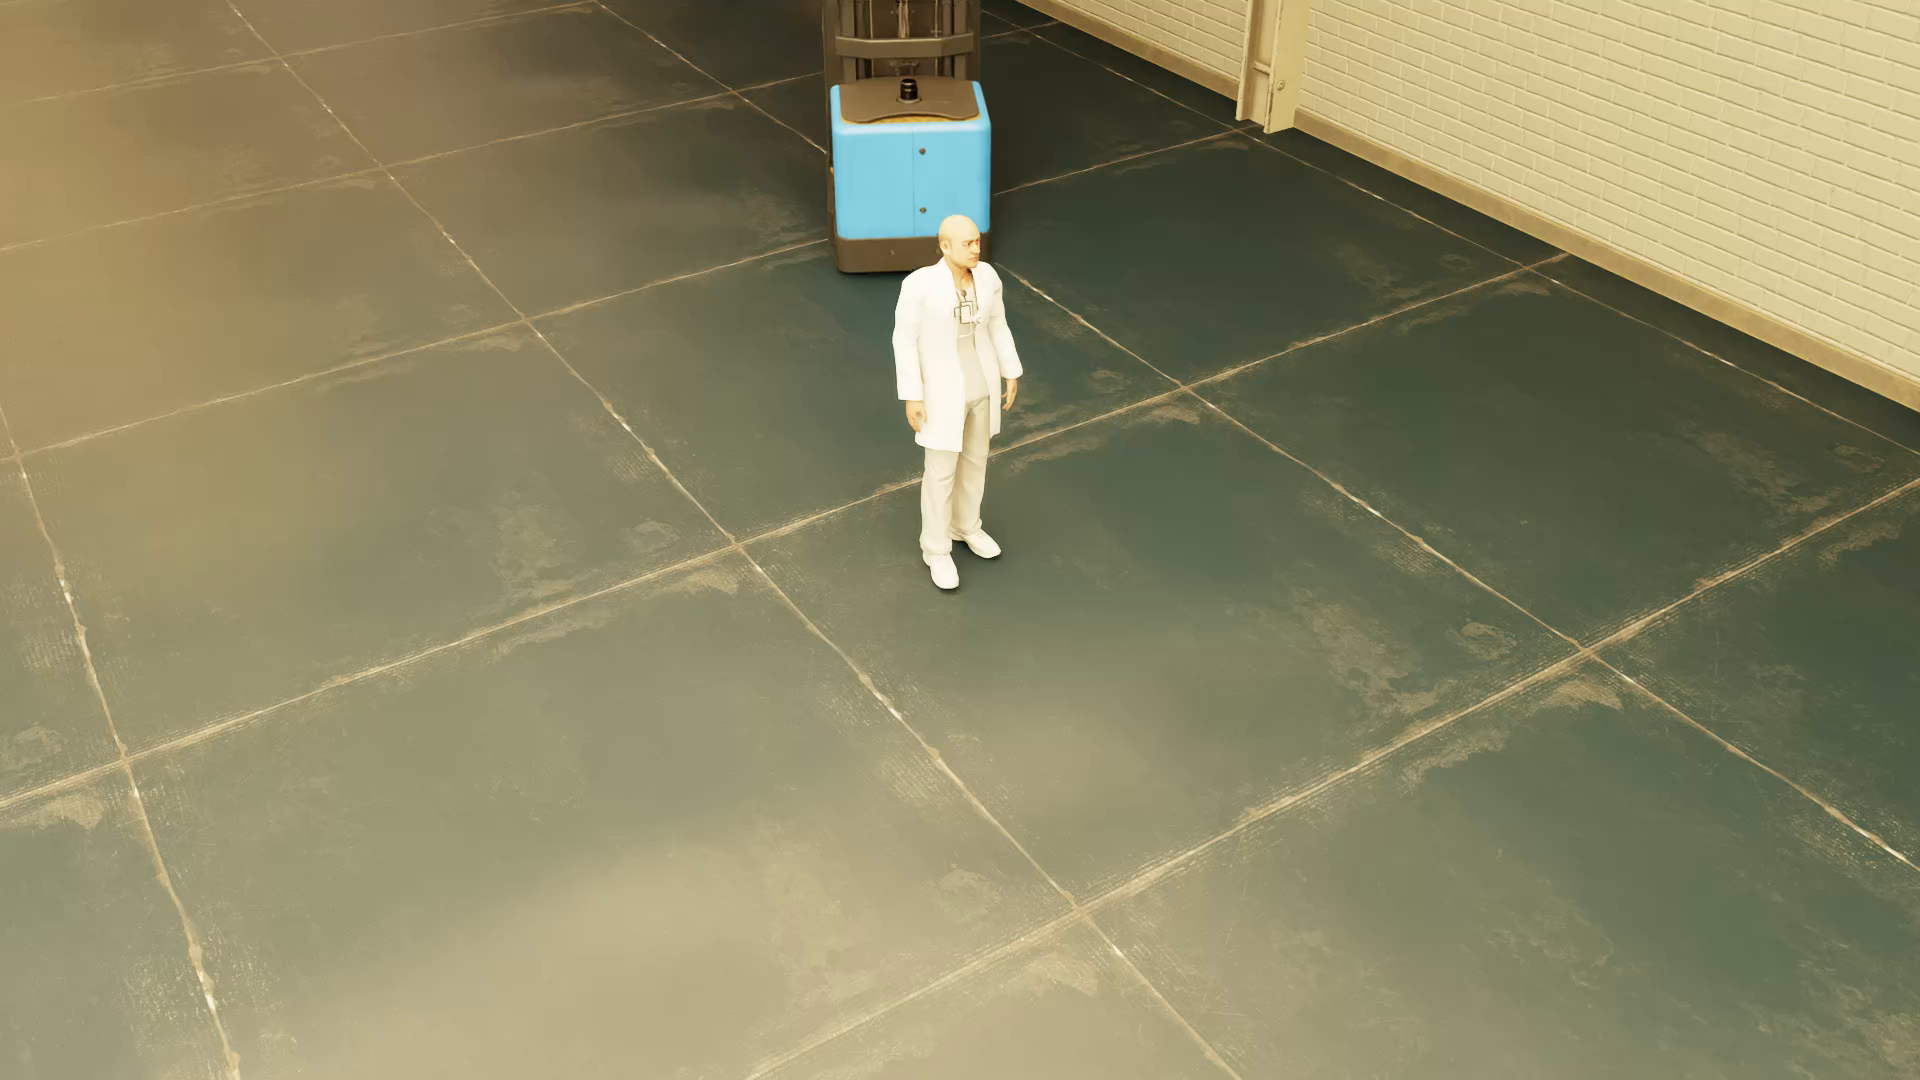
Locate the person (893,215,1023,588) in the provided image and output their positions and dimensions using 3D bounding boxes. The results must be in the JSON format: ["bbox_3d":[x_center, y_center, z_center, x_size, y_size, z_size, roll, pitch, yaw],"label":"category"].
[{"bbox_3d":[0.047,-0.688,8.117,0.698,1.777,0.578,-21,40,-27],"label":"person"}]

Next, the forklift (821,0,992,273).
[{"bbox_3d":[-0.426,-3.815,11.577,1.130,2.935,3.031,-3,35,-4],"label":"forklift"}]
